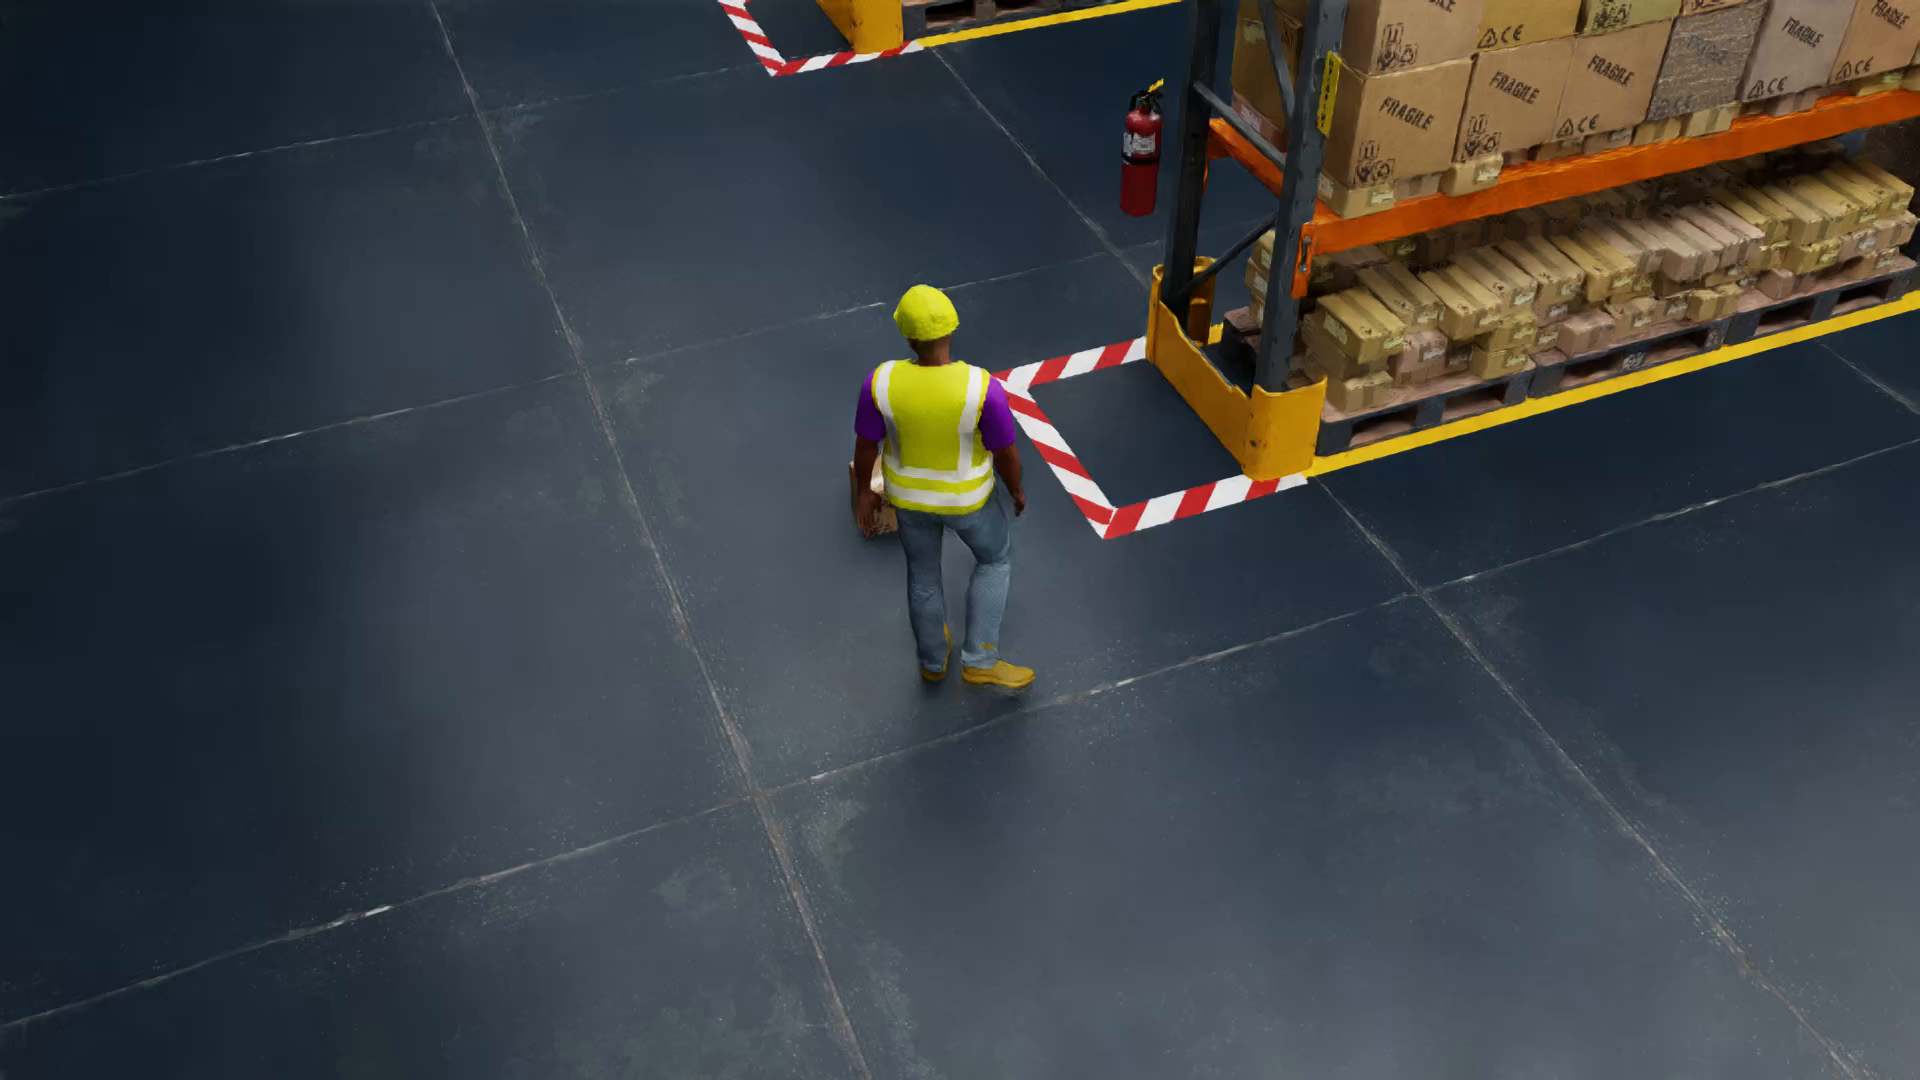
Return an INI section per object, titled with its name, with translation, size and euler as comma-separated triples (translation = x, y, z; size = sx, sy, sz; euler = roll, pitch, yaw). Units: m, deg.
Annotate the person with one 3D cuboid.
[person]
translation = -0.037, -0.138, 6.298
size = 0.729, 1.723, 0.448
euler = 8, 42, 9
